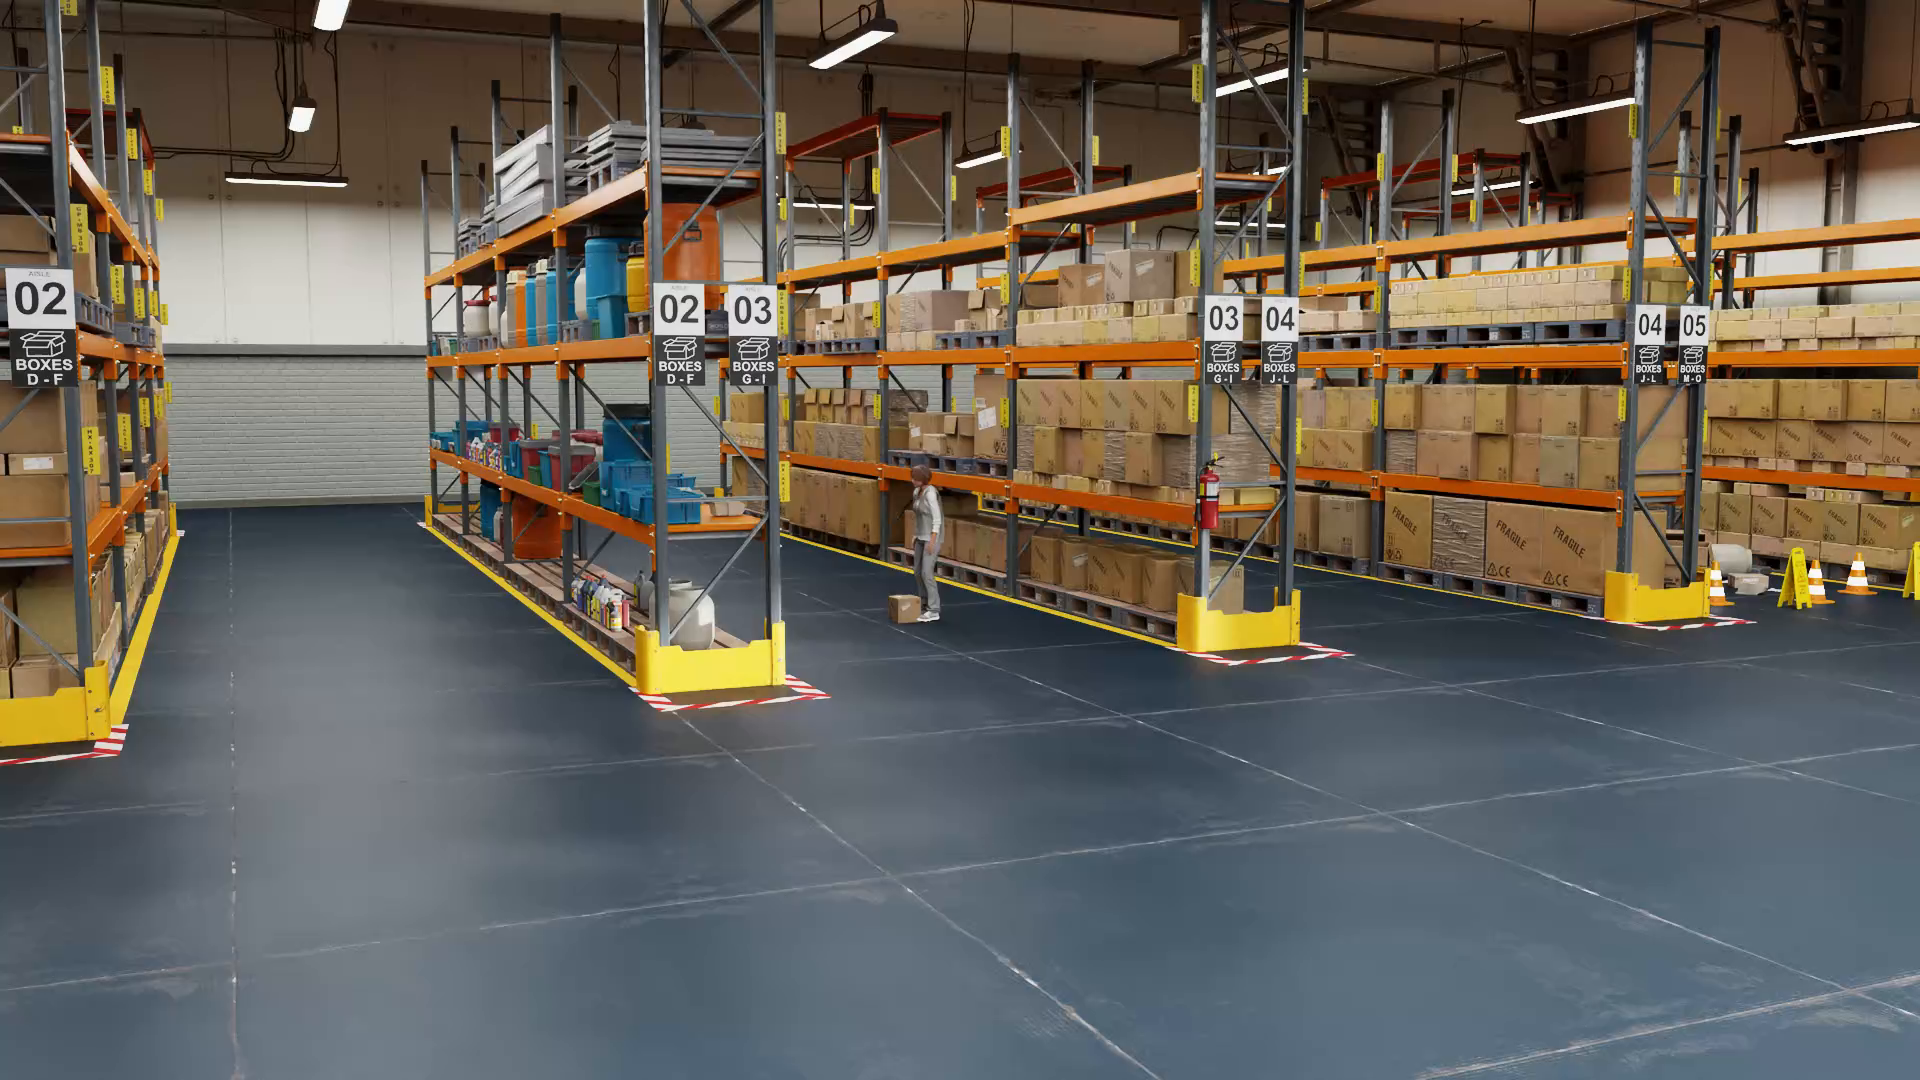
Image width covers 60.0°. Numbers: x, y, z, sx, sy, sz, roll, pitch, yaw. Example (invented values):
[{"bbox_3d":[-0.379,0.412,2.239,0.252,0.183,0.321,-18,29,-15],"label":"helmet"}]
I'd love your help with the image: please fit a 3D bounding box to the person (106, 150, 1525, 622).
[{"bbox_3d":[-4.043,-3.030,25.529,24.600,6.000,19.576,-3,6,-25],"label":"person"}]
